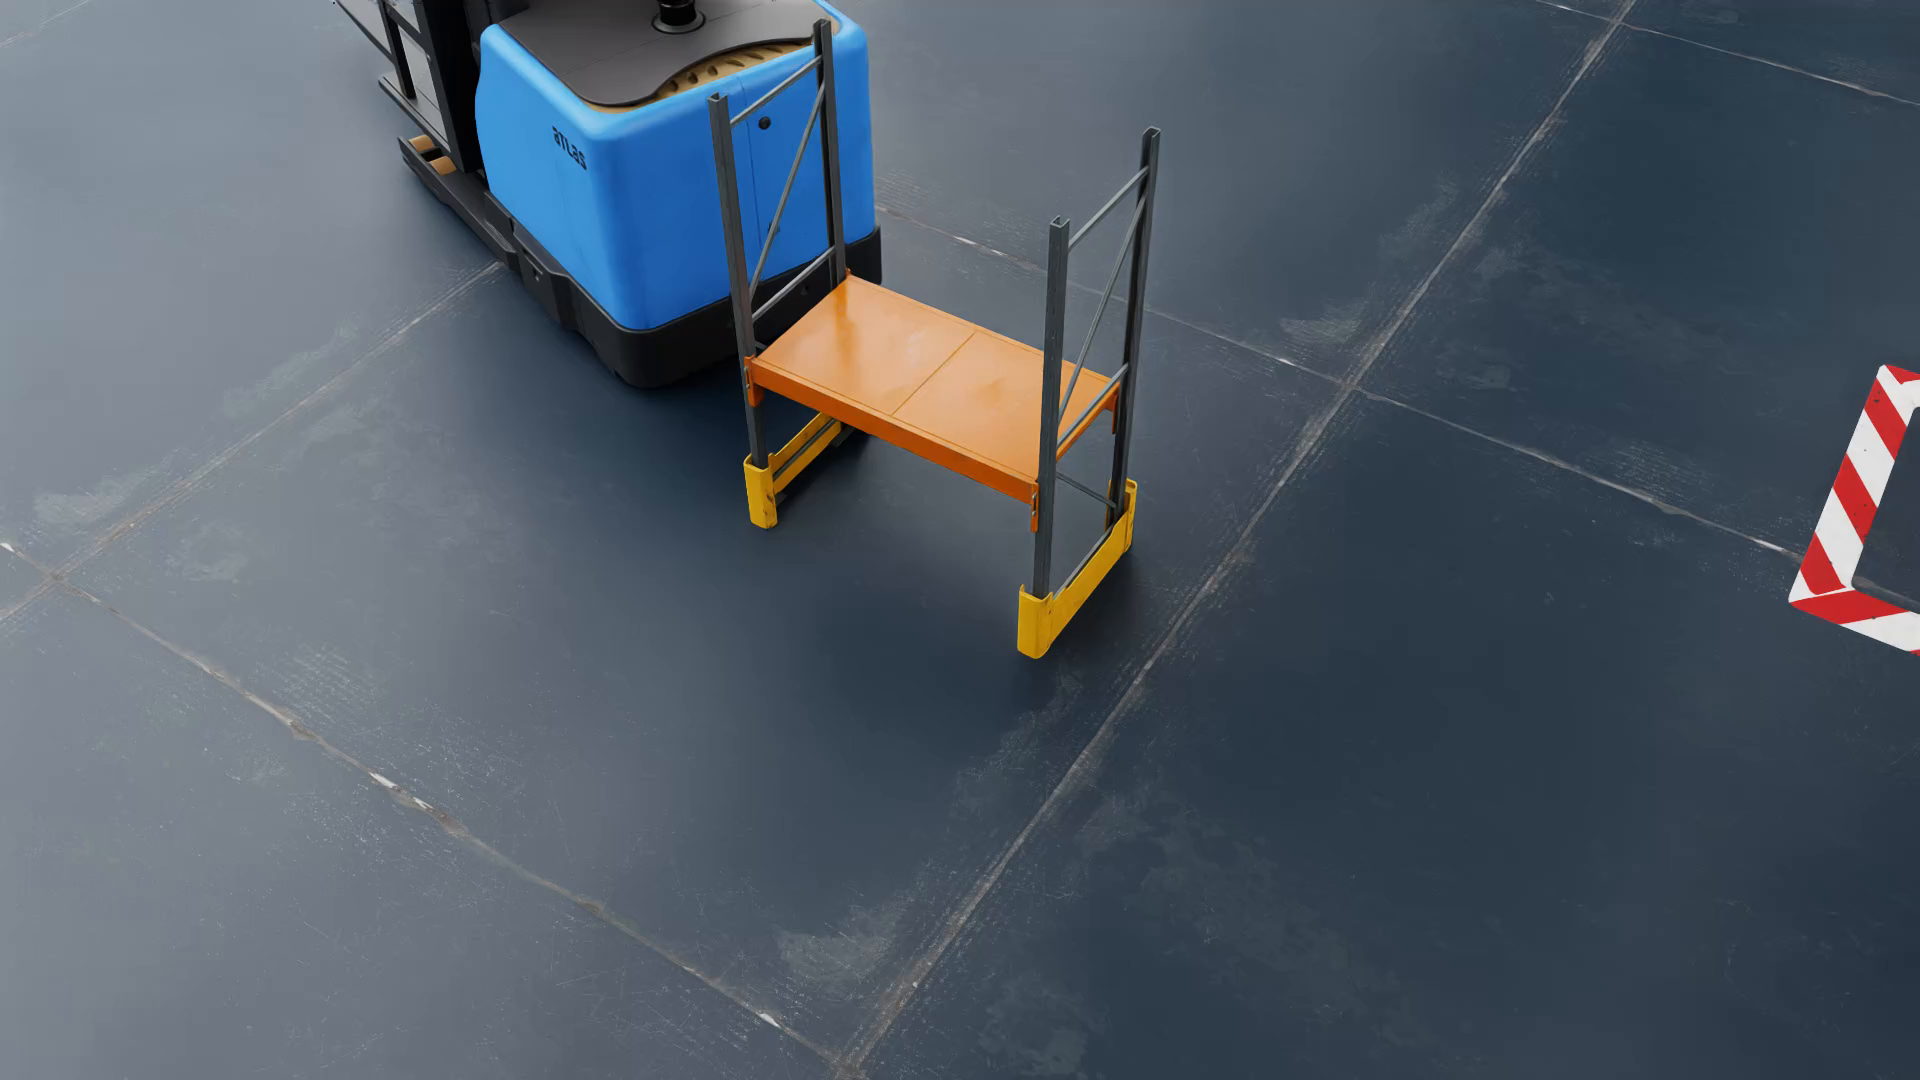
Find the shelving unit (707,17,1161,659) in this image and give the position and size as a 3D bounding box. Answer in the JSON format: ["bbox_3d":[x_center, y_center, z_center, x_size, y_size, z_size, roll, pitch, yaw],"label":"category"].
[{"bbox_3d":[-0.064,-0.552,4.741,1.083,1.500,0.587,25,51,22],"label":"shelving unit"}]

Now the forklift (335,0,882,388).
[{"bbox_3d":[-1.571,-2.550,5.684,1.130,2.935,3.031,-28,52,-25],"label":"forklift"}]

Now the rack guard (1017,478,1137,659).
[{"bbox_3d":[0.355,0.076,5.002,0.087,0.250,0.587,25,51,22],"label":"rack guard"}]

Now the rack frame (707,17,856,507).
[{"bbox_3d":[-0.500,-0.753,4.935,0.032,1.500,0.500,25,51,22],"label":"rack frame"}]

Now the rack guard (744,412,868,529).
[{"bbox_3d":[-0.483,-0.309,5.376,0.087,0.250,0.587,25,51,22],"label":"rack guard"}]

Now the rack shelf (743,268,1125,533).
[{"bbox_3d":[-0.072,-0.430,4.873,1.000,0.185,0.538,25,51,22],"label":"rack shelf"}]

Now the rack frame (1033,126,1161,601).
[{"bbox_3d":[0.356,-0.359,4.553,0.032,1.500,0.500,25,51,22],"label":"rack frame"}]
